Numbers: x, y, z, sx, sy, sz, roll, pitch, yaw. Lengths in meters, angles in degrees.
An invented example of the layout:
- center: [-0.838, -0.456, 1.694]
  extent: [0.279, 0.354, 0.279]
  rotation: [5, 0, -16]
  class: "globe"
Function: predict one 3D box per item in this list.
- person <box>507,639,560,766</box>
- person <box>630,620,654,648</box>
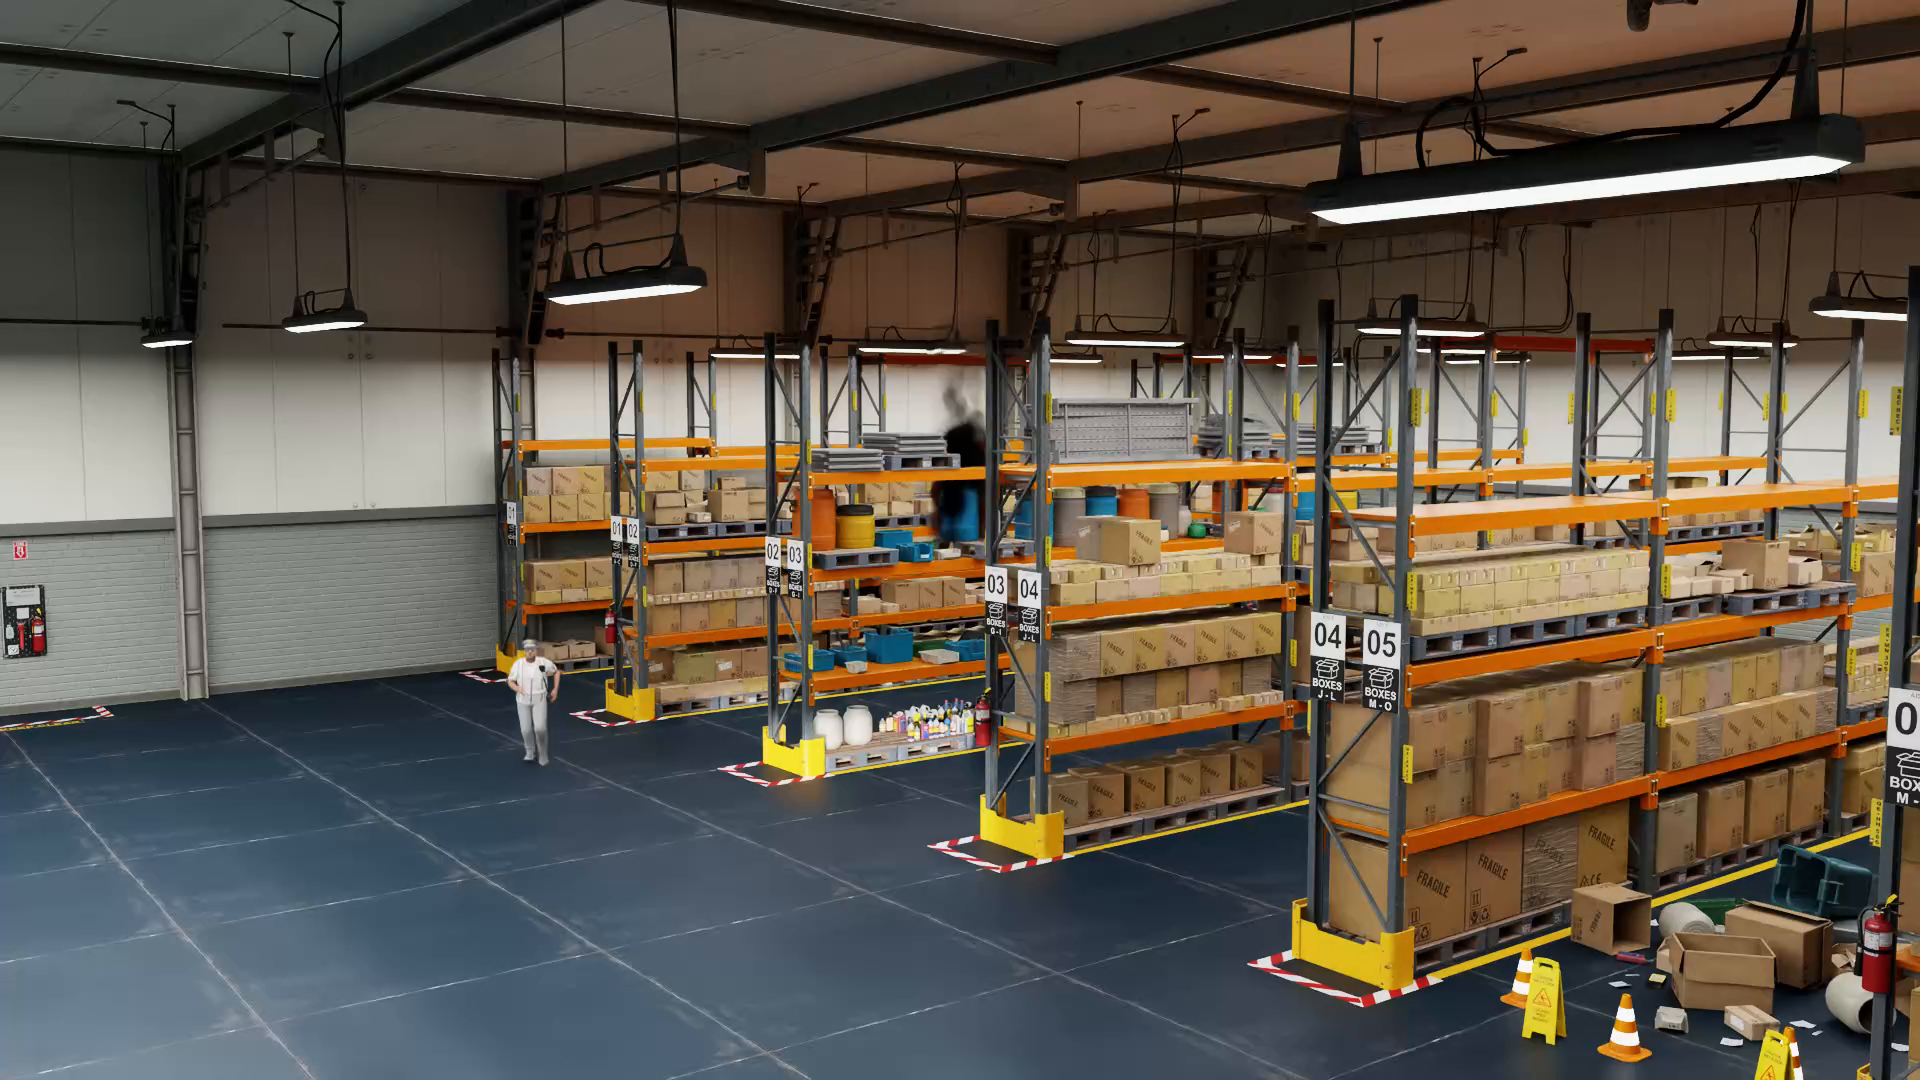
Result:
- center: [-5.930, 2.270, 23.113]
  extent: [0.689, 1.816, 0.712]
  rotation: [-1, 5, -9]
  class: "person"
- center: [-5.345, 1.750, 28.887]
  extent: [0.753, 1.828, 0.653]
  rotation: [-4, 6, -37]
  class: "person"
